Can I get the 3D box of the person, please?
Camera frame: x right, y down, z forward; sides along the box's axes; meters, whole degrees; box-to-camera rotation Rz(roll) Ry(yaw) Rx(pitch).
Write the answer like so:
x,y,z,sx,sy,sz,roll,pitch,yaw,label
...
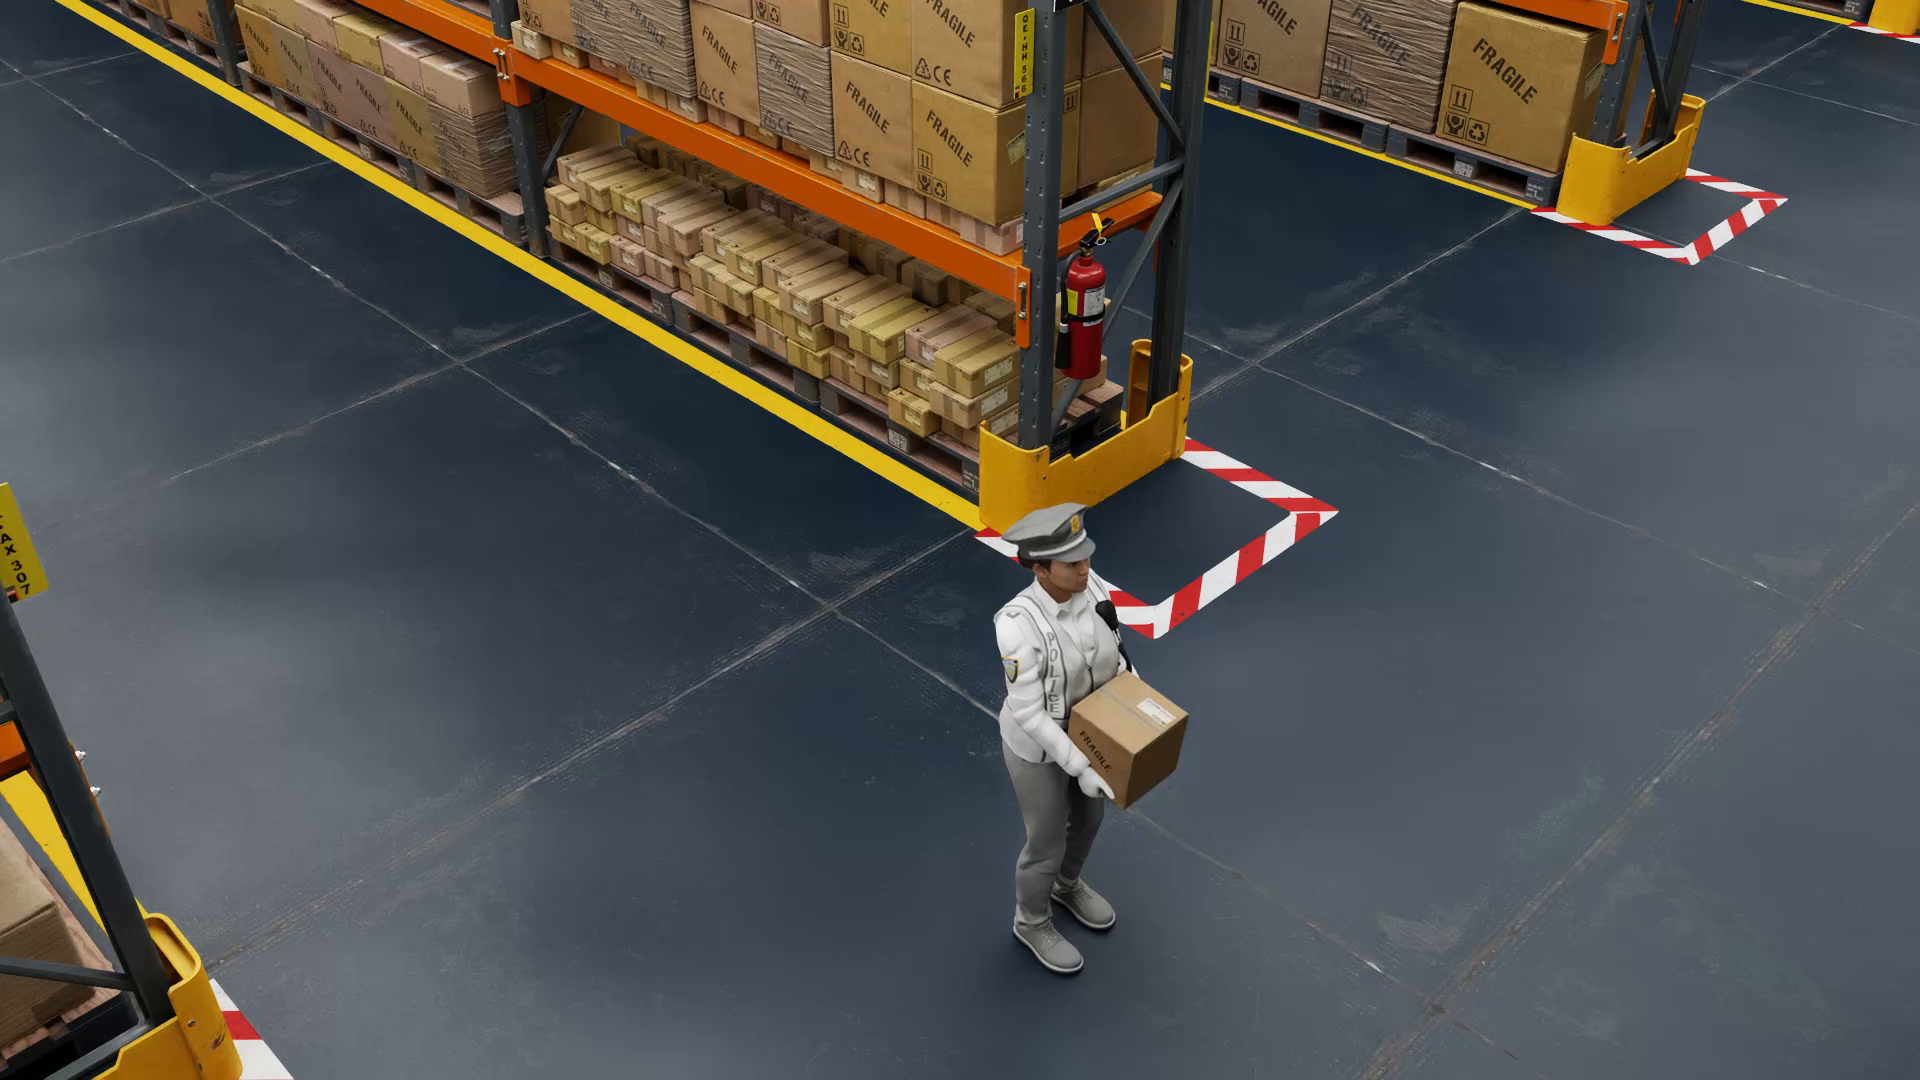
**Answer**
x,y,z,sx,sy,sz,roll,pitch,yaw,label
0.359,0.649,5.219,0.460,1.686,0.564,-30,45,-35,person
